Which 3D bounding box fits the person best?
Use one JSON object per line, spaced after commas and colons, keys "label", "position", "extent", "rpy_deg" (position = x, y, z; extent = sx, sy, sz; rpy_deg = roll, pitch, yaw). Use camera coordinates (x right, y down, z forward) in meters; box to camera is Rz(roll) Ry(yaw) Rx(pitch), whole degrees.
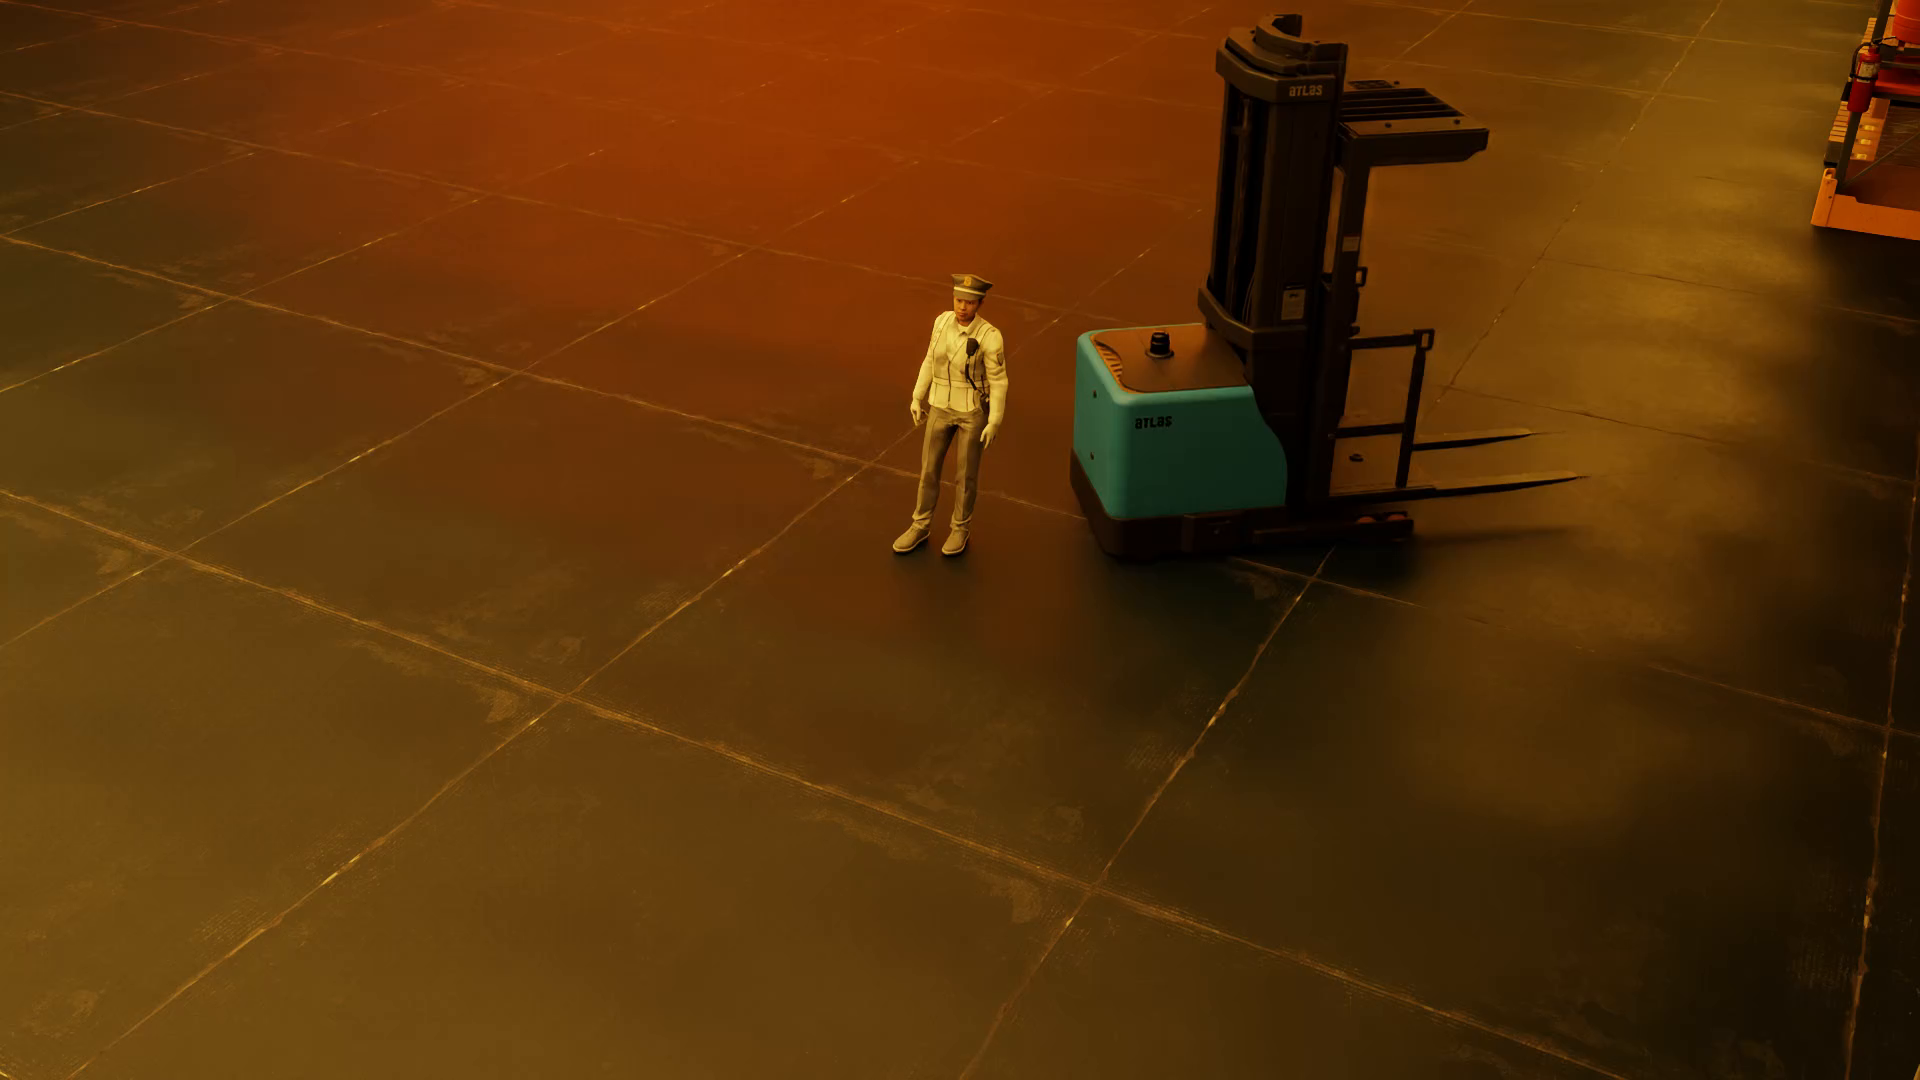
{"label": "person", "position": [-0.039, -0.711, 9.526], "extent": [0.587, 1.694, 0.529], "rpy_deg": [15, 33, 25]}

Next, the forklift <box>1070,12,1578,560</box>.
{"label": "forklift", "position": [2.259, -1.496, 9.662], "extent": [3.031, 2.935, 1.130], "rpy_deg": [-5, 30, -9]}
